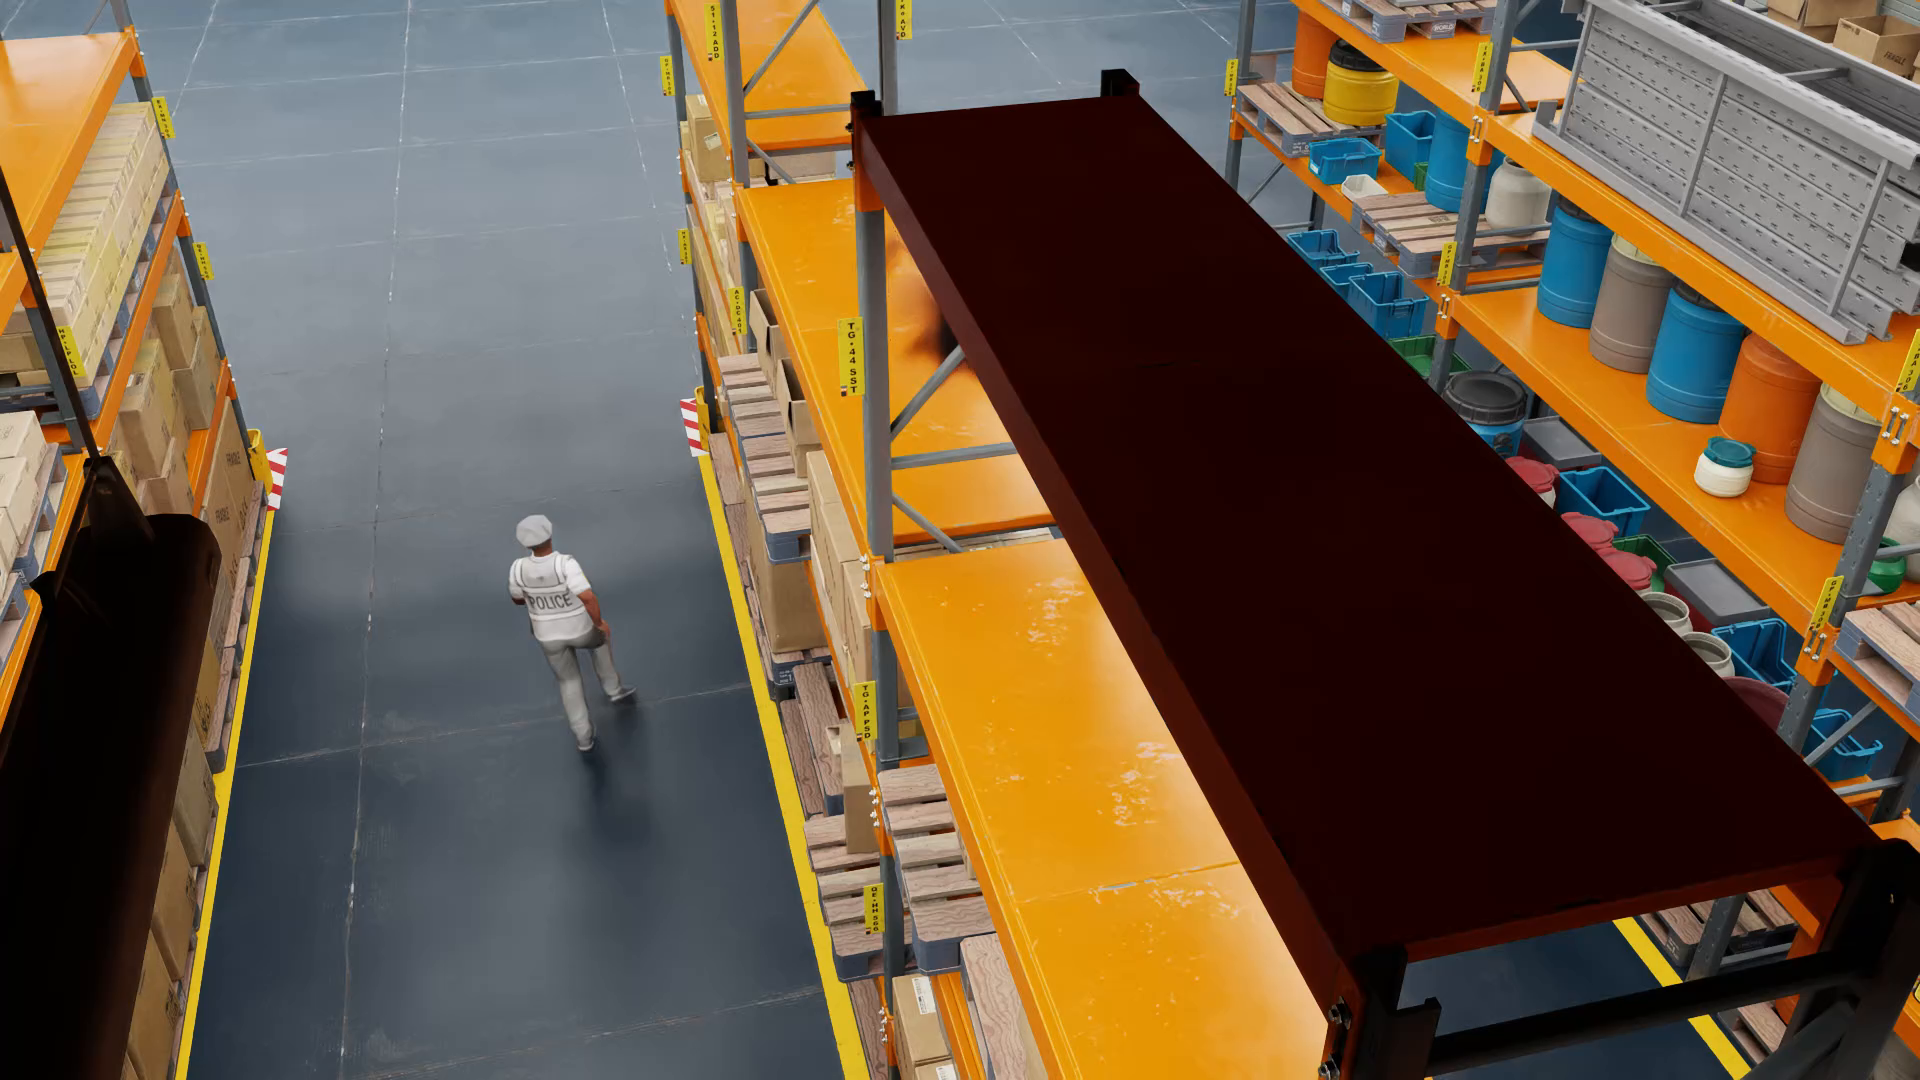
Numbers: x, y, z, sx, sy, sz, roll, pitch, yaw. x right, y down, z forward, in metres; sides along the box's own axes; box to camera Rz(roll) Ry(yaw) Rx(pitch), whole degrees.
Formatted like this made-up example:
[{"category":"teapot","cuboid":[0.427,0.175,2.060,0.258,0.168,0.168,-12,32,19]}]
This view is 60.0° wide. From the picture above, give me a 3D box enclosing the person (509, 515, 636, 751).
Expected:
[{"category":"person","cuboid":[-2.737,0.617,11.637,0.732,1.755,0.836,-5,35,-7]}]
